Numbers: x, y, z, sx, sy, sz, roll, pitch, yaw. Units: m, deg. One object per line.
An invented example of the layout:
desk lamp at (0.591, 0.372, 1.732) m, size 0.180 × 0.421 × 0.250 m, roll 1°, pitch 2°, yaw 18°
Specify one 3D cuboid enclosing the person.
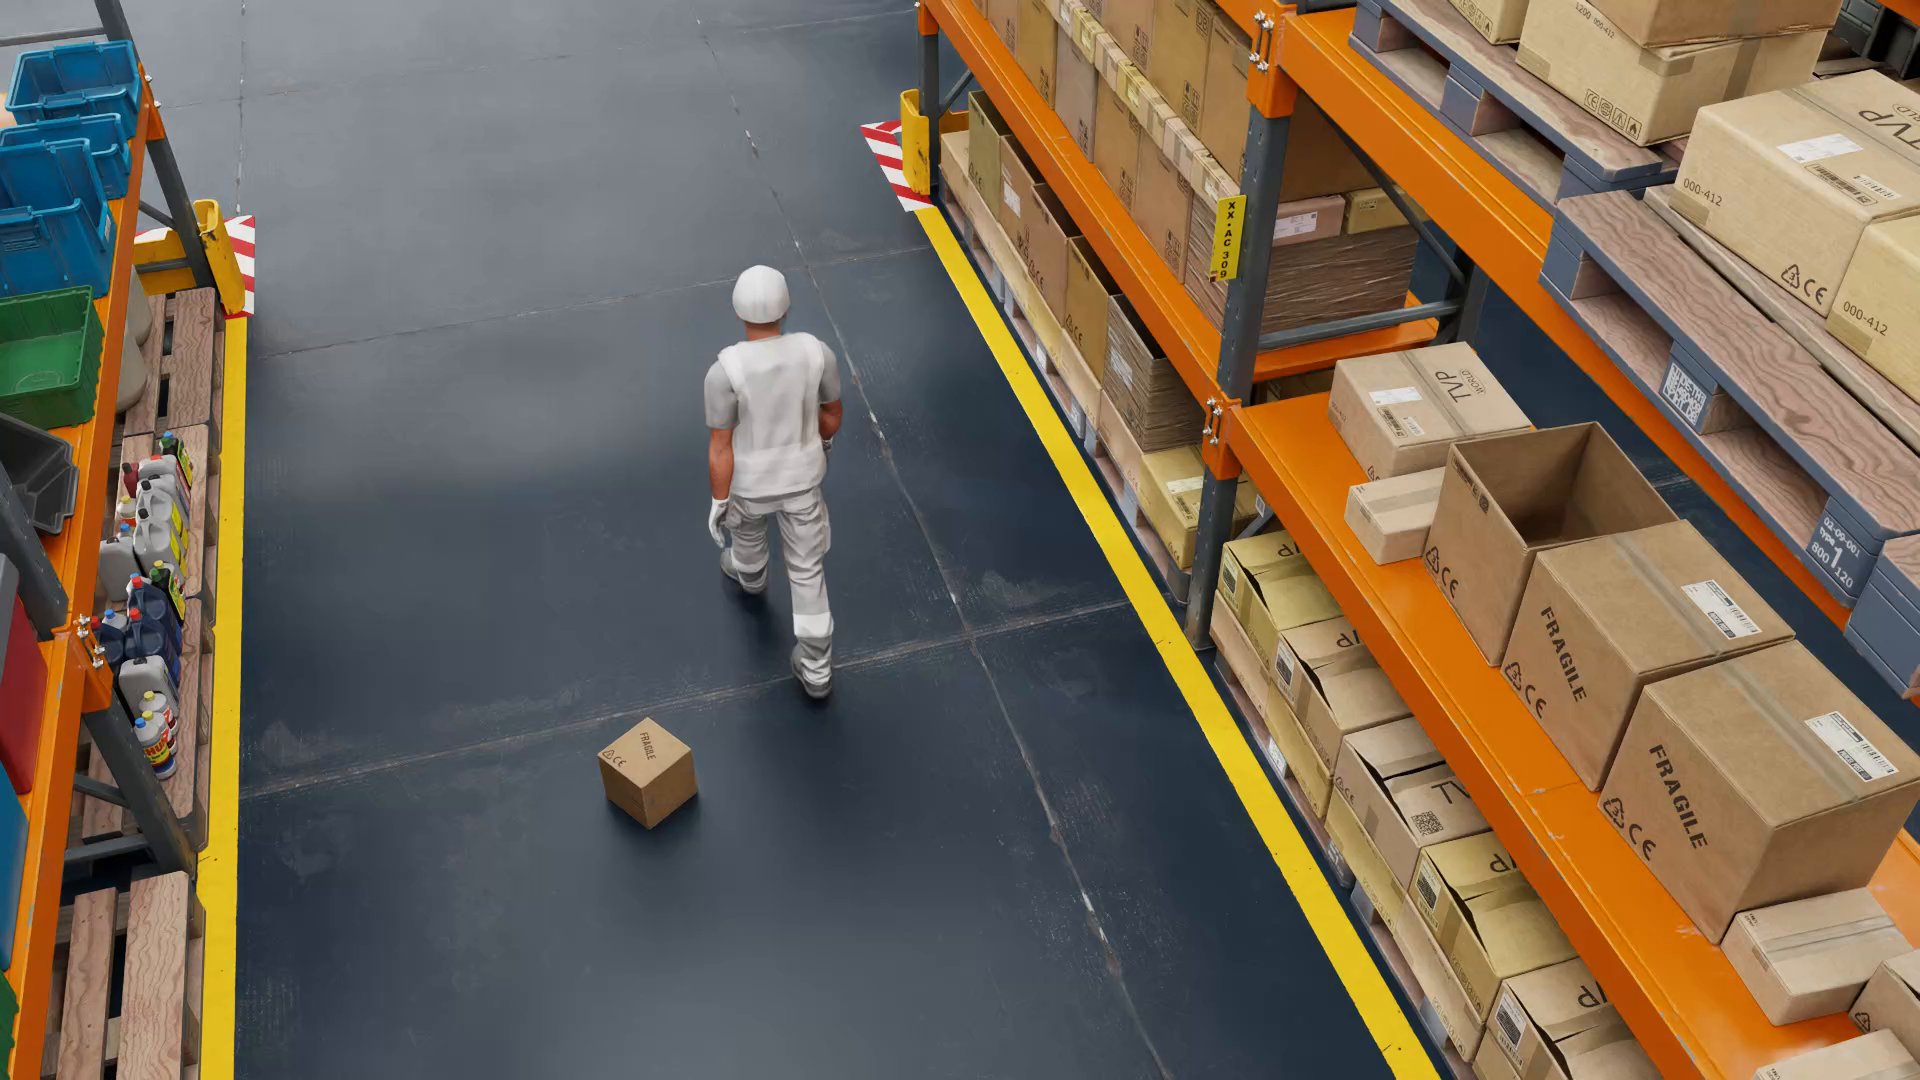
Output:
person at (-0.734, -0.314, 6.474) m, size 0.581 × 1.720 × 1.028 m, roll -9°, pitch 43°, yaw -10°
